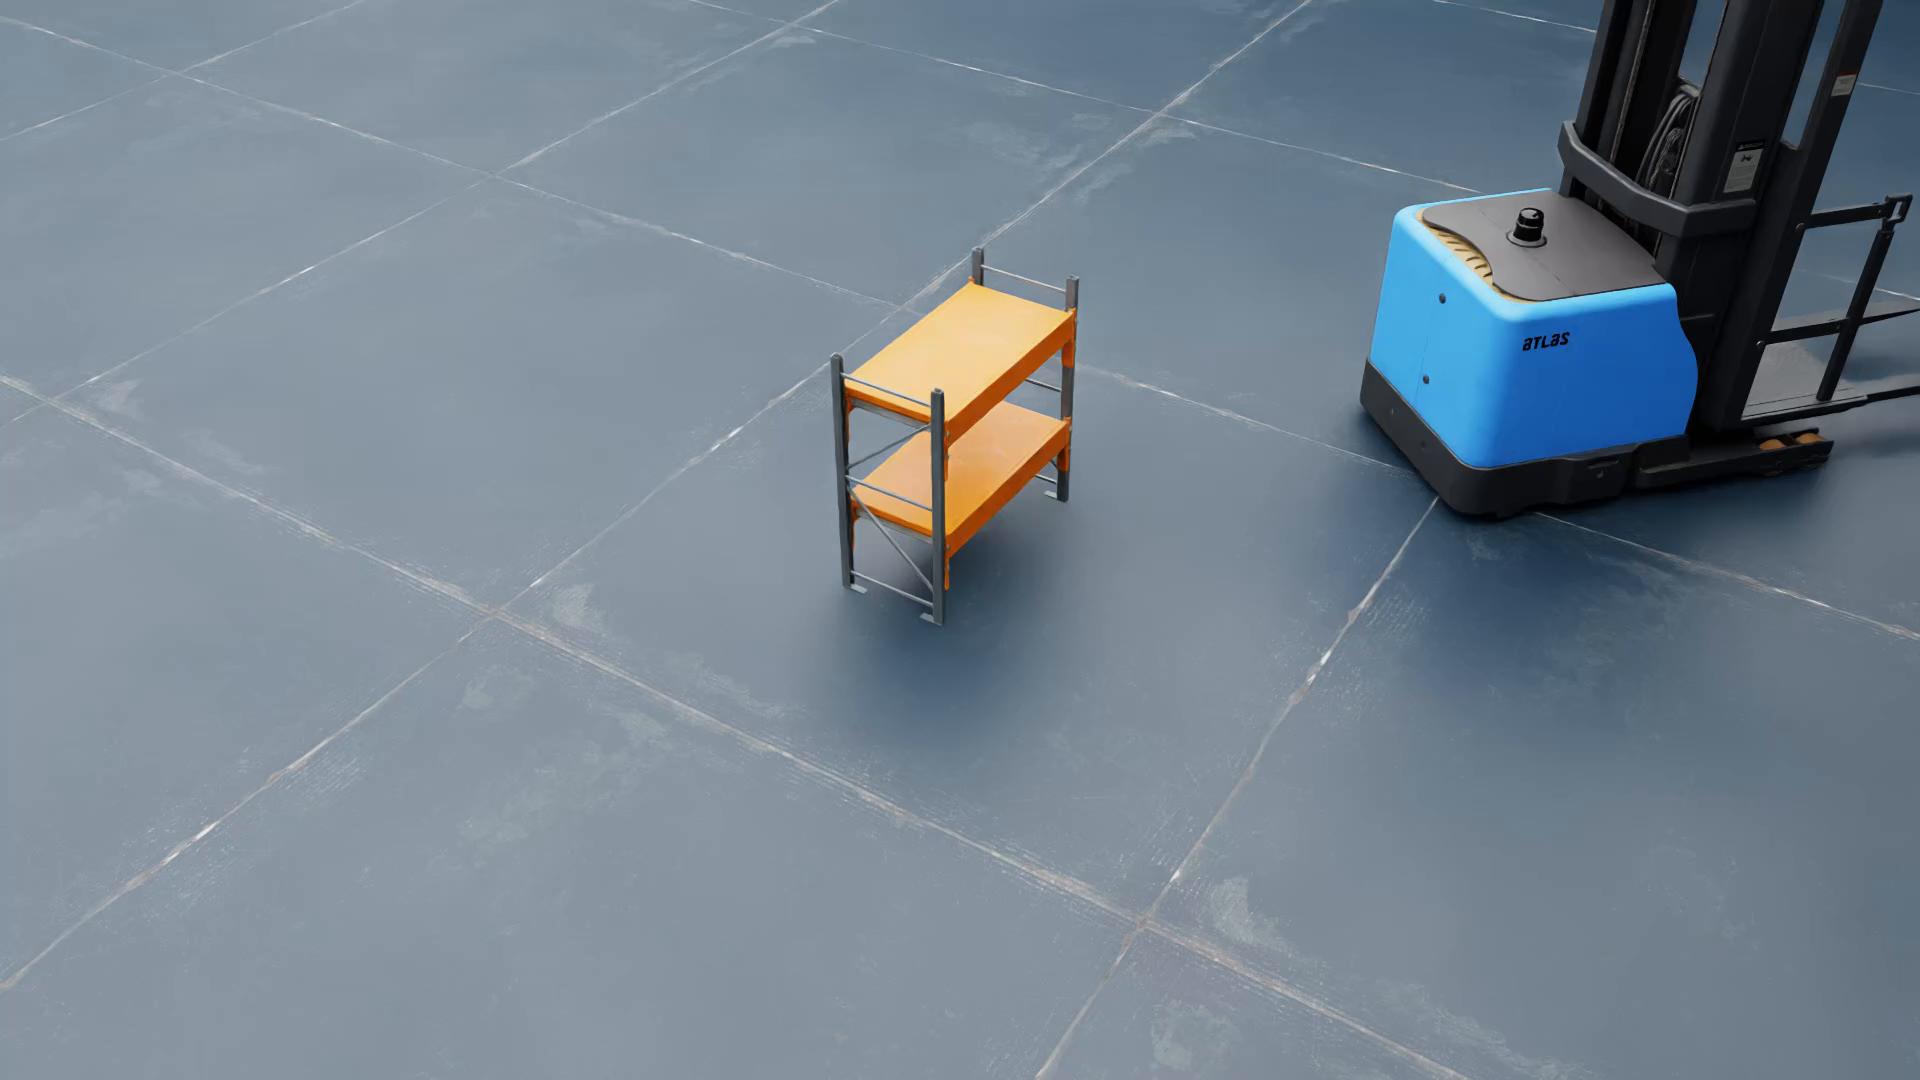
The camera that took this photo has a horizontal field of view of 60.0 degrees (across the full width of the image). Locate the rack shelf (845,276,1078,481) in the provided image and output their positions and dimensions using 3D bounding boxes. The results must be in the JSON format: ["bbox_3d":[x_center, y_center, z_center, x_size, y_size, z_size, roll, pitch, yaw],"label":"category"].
[{"bbox_3d":[-0.004,-0.674,6.723,0.538,0.278,1.000,21,42,25],"label":"rack shelf"}]

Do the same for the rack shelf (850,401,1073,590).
[{"bbox_3d":[-0.004,-0.248,7.051,0.538,0.278,1.000,21,42,25],"label":"rack shelf"}]

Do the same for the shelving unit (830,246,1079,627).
[{"bbox_3d":[-0.004,-0.442,6.902,0.538,1.125,1.048,21,42,25],"label":"shelving unit"}]

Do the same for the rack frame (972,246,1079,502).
[{"bbox_3d":[0.269,-0.704,7.242,0.500,1.125,0.032,21,42,25],"label":"rack frame"}]

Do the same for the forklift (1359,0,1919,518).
[{"bbox_3d":[3.497,-1.756,7.127,3.031,2.935,1.130,-10,39,-12],"label":"forklift"}]

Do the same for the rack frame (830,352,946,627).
[{"bbox_3d":[-0.276,-0.180,6.562,0.500,1.125,0.032,21,42,25],"label":"rack frame"}]
